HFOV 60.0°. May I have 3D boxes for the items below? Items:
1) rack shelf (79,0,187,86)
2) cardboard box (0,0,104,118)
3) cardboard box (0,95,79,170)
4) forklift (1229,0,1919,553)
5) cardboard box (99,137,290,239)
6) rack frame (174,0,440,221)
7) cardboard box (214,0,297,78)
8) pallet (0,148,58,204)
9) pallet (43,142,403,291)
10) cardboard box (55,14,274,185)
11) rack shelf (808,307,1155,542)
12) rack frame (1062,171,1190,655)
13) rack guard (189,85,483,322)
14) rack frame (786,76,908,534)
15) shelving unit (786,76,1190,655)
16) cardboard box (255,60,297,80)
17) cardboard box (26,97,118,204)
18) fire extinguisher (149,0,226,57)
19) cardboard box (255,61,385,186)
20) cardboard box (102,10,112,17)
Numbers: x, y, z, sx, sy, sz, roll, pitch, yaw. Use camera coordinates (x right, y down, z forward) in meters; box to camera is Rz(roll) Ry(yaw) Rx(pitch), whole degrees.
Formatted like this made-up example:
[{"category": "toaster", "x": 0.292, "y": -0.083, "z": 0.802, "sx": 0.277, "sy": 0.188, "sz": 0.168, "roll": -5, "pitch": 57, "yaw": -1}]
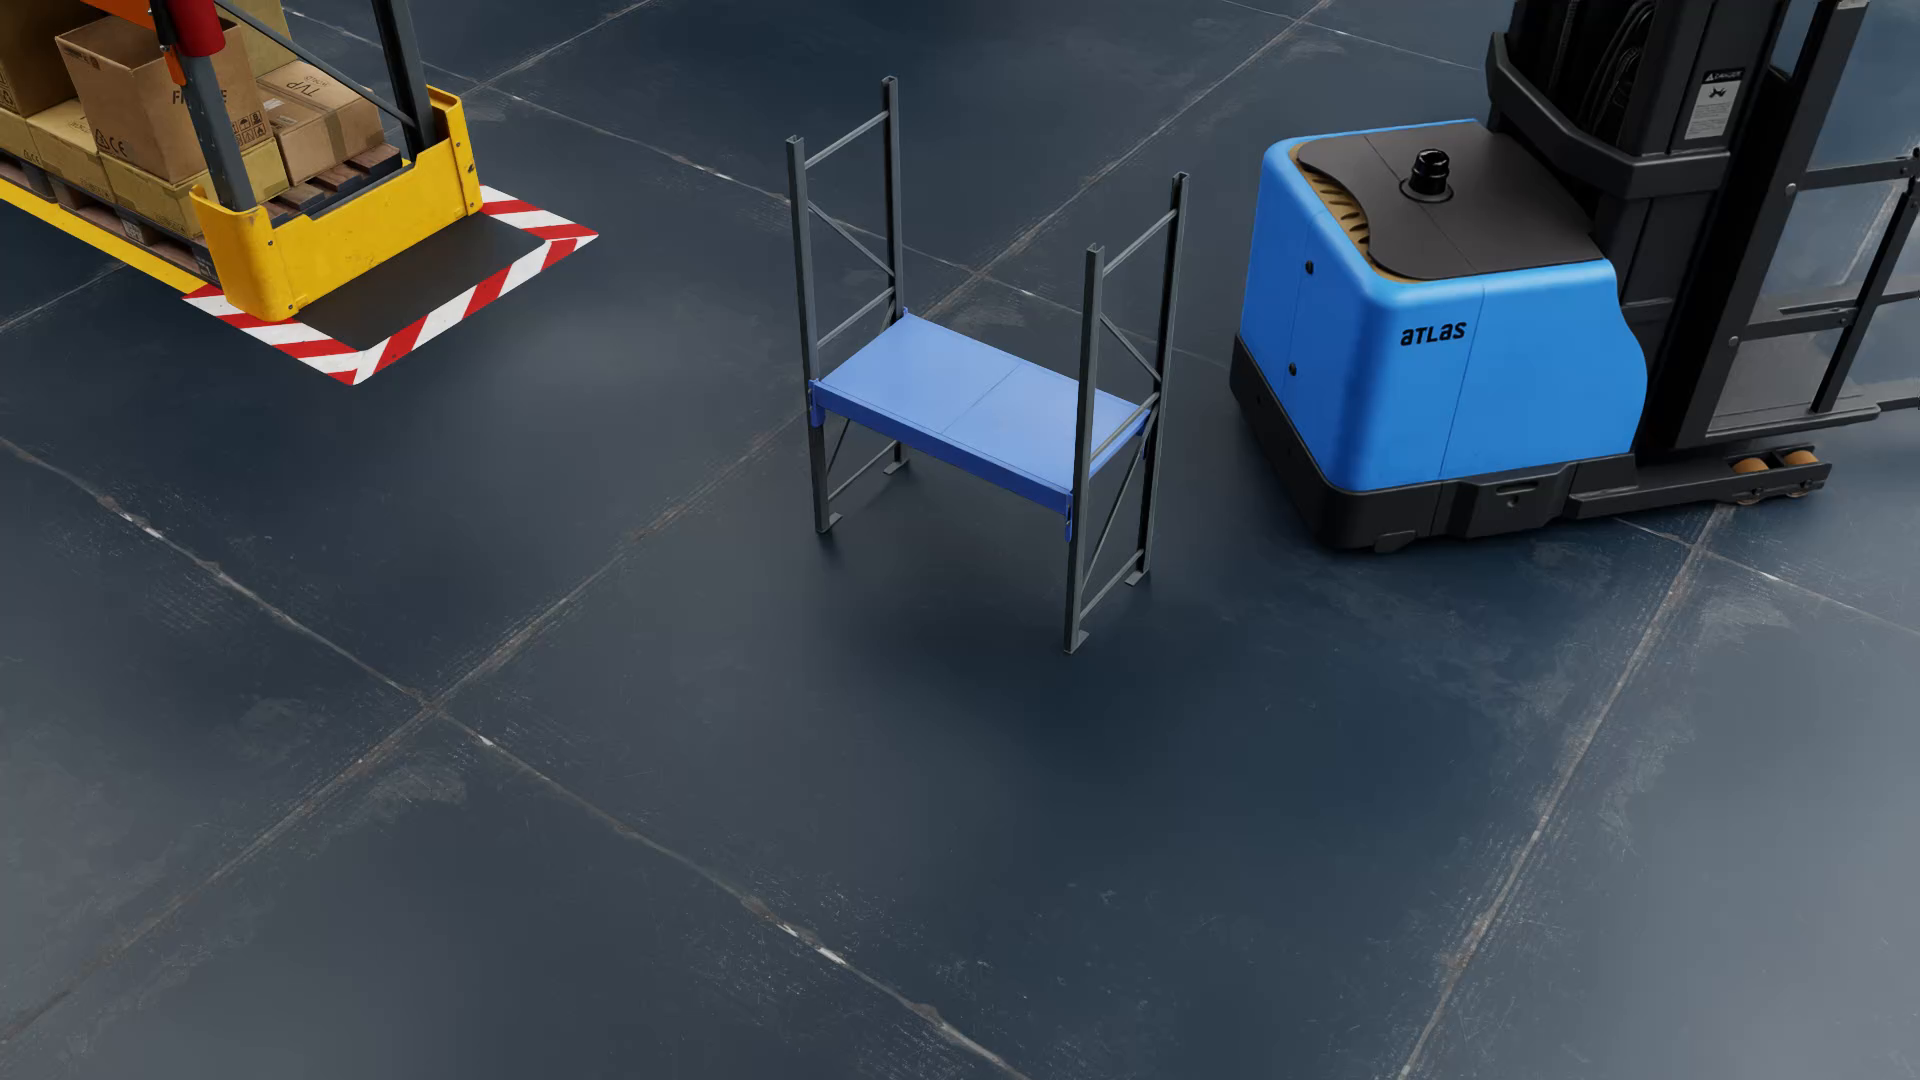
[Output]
[{"category": "rack shelf", "x": -4.235, "y": -2.873, "z": 7.251, "sx": 4.000, "sy": 0.370, "sz": 1.077, "roll": 25, "pitch": 48, "yaw": 25}, {"category": "cardboard box", "x": -4.035, "y": -2.204, "z": 7.149, "sx": 0.500, "sy": 0.500, "sz": 0.500, "roll": 25, "pitch": 48, "yaw": 25}, {"category": "cardboard box", "x": -4.033, "y": -1.927, "z": 7.401, "sx": 0.500, "sy": 0.250, "sz": 0.500, "roll": 25, "pitch": 48, "yaw": 25}, {"category": "forklift", "x": 2.590, "y": -1.554, "z": 5.288, "sx": 3.031, "sy": 2.935, "sz": 1.130, "roll": -8, "pitch": 42, "yaw": -9}, {"category": "cardboard box", "x": -3.206, "y": -1.551, "z": 6.981, "sx": 0.500, "sy": 0.250, "sz": 0.500, "roll": 25, "pitch": 48, "yaw": 25}, {"category": "rack frame", "x": -2.598, "y": -2.375, "z": 6.155, "sx": 0.127, "sy": 3.000, "sz": 1.000, "roll": 25, "pitch": 48, "yaw": 25}, {"category": "cardboard box", "x": -3.319, "y": -2.304, "z": 7.260, "sx": 0.500, "sy": 0.500, "sz": 0.500, "roll": 25, "pitch": 48, "yaw": 25}, {"category": "pallet", "x": -4.242, "y": -2.074, "z": 7.909, "sx": 1.213, "sy": 0.211, "sz": 1.003, "roll": 25, "pitch": 48, "yaw": 25}, {"category": "pallet", "x": -3.248, "y": -1.606, "z": 7.387, "sx": 1.213, "sy": 0.211, "sz": 1.003, "roll": 25, "pitch": 48, "yaw": 25}, {"category": "cardboard box", "x": -3.208, "y": -1.830, "z": 6.730, "sx": 0.500, "sy": 0.500, "sz": 0.500, "roll": 25, "pitch": 48, "yaw": 25}, {"category": "rack shelf", "x": 0.070, "y": -0.392, "z": 5.333, "sx": 1.000, "sy": 0.185, "sz": 0.538, "roll": 25, "pitch": 48, "yaw": 25}, {"category": "rack frame", "x": 0.486, "y": -0.332, "z": 4.996, "sx": 0.032, "sy": 1.500, "sz": 0.500, "roll": 25, "pitch": 48, "yaw": 25}, {"category": "rack guard", "x": -2.578, "y": -1.435, "z": 6.979, "sx": 0.348, "sy": 0.500, "sz": 1.175, "roll": 25, "pitch": 48, "yaw": 25}, {"category": "rack frame", "x": -0.346, "y": -0.721, "z": 5.431, "sx": 0.032, "sy": 1.500, "sz": 0.500, "roll": 25, "pitch": 48, "yaw": 25}, {"category": "shelving unit", "x": 0.070, "y": -0.526, "z": 5.213, "sx": 1.048, "sy": 1.500, "sz": 0.538, "roll": 25, "pitch": 48, "yaw": 25}, {"category": "cardboard box", "x": -3.320, "y": -2.023, "z": 7.509, "sx": 0.500, "sy": 0.250, "sz": 0.500, "roll": 25, "pitch": 48, "yaw": 25}, {"category": "cardboard box", "x": -3.623, "y": -1.736, "z": 7.188, "sx": 0.500, "sy": 0.250, "sz": 0.500, "roll": 25, "pitch": 48, "yaw": 25}, {"category": "fire extinguisher", "x": -2.768, "y": -2.048, "z": 5.847, "sx": 0.183, "sy": 0.674, "sz": 0.296, "roll": 25, "pitch": 48, "yaw": 25}, {"category": "cardboard box", "x": -2.909, "y": -1.834, "z": 7.297, "sx": 0.500, "sy": 0.250, "sz": 0.500, "roll": 25, "pitch": 48, "yaw": 25}, {"category": "cardboard box", "x": -3.736, "y": -2.488, "z": 7.466, "sx": 0.500, "sy": 0.500, "sz": 0.500, "roll": 25, "pitch": 48, "yaw": 25}]
